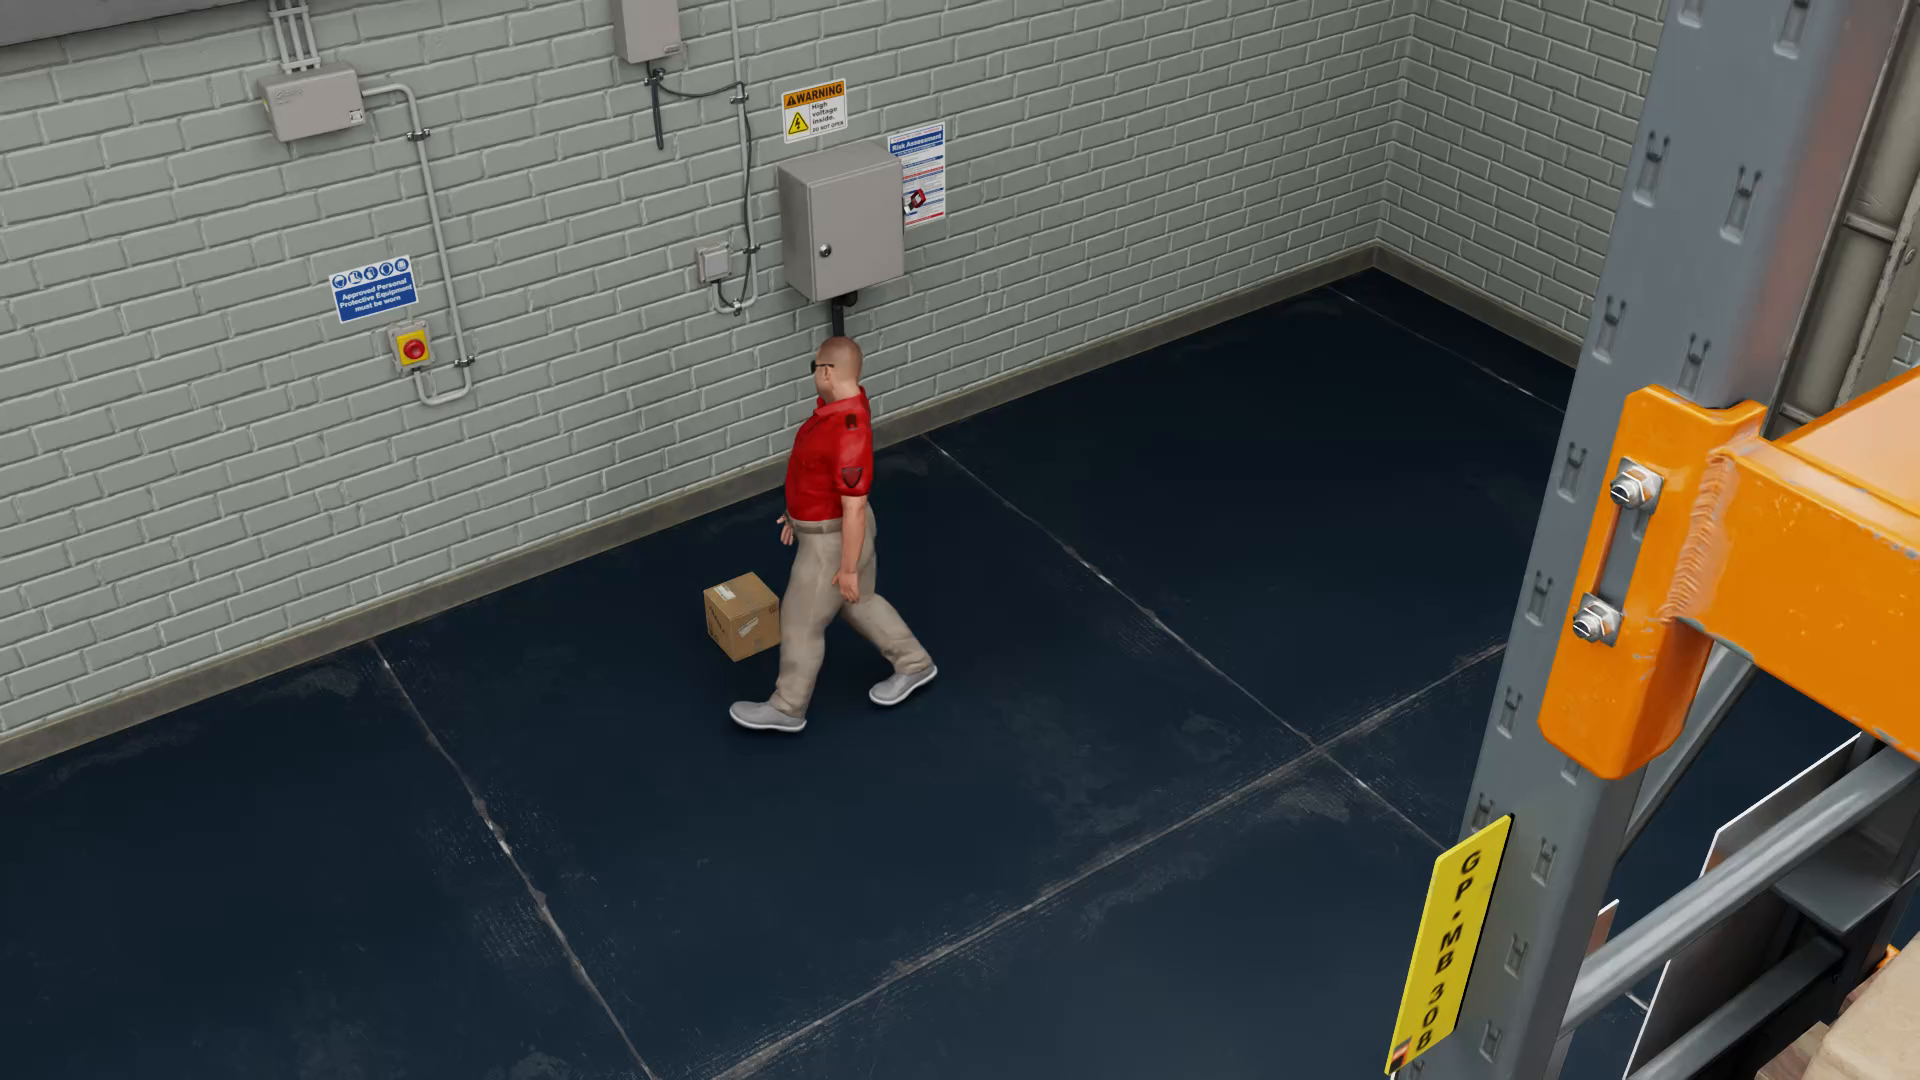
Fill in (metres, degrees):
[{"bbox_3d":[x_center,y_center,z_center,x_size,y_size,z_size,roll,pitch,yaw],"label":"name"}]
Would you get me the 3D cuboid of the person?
[{"bbox_3d":[-0.535,-0.025,6.710,0.877,1.662,0.596,0,36,-1],"label":"person"}]
